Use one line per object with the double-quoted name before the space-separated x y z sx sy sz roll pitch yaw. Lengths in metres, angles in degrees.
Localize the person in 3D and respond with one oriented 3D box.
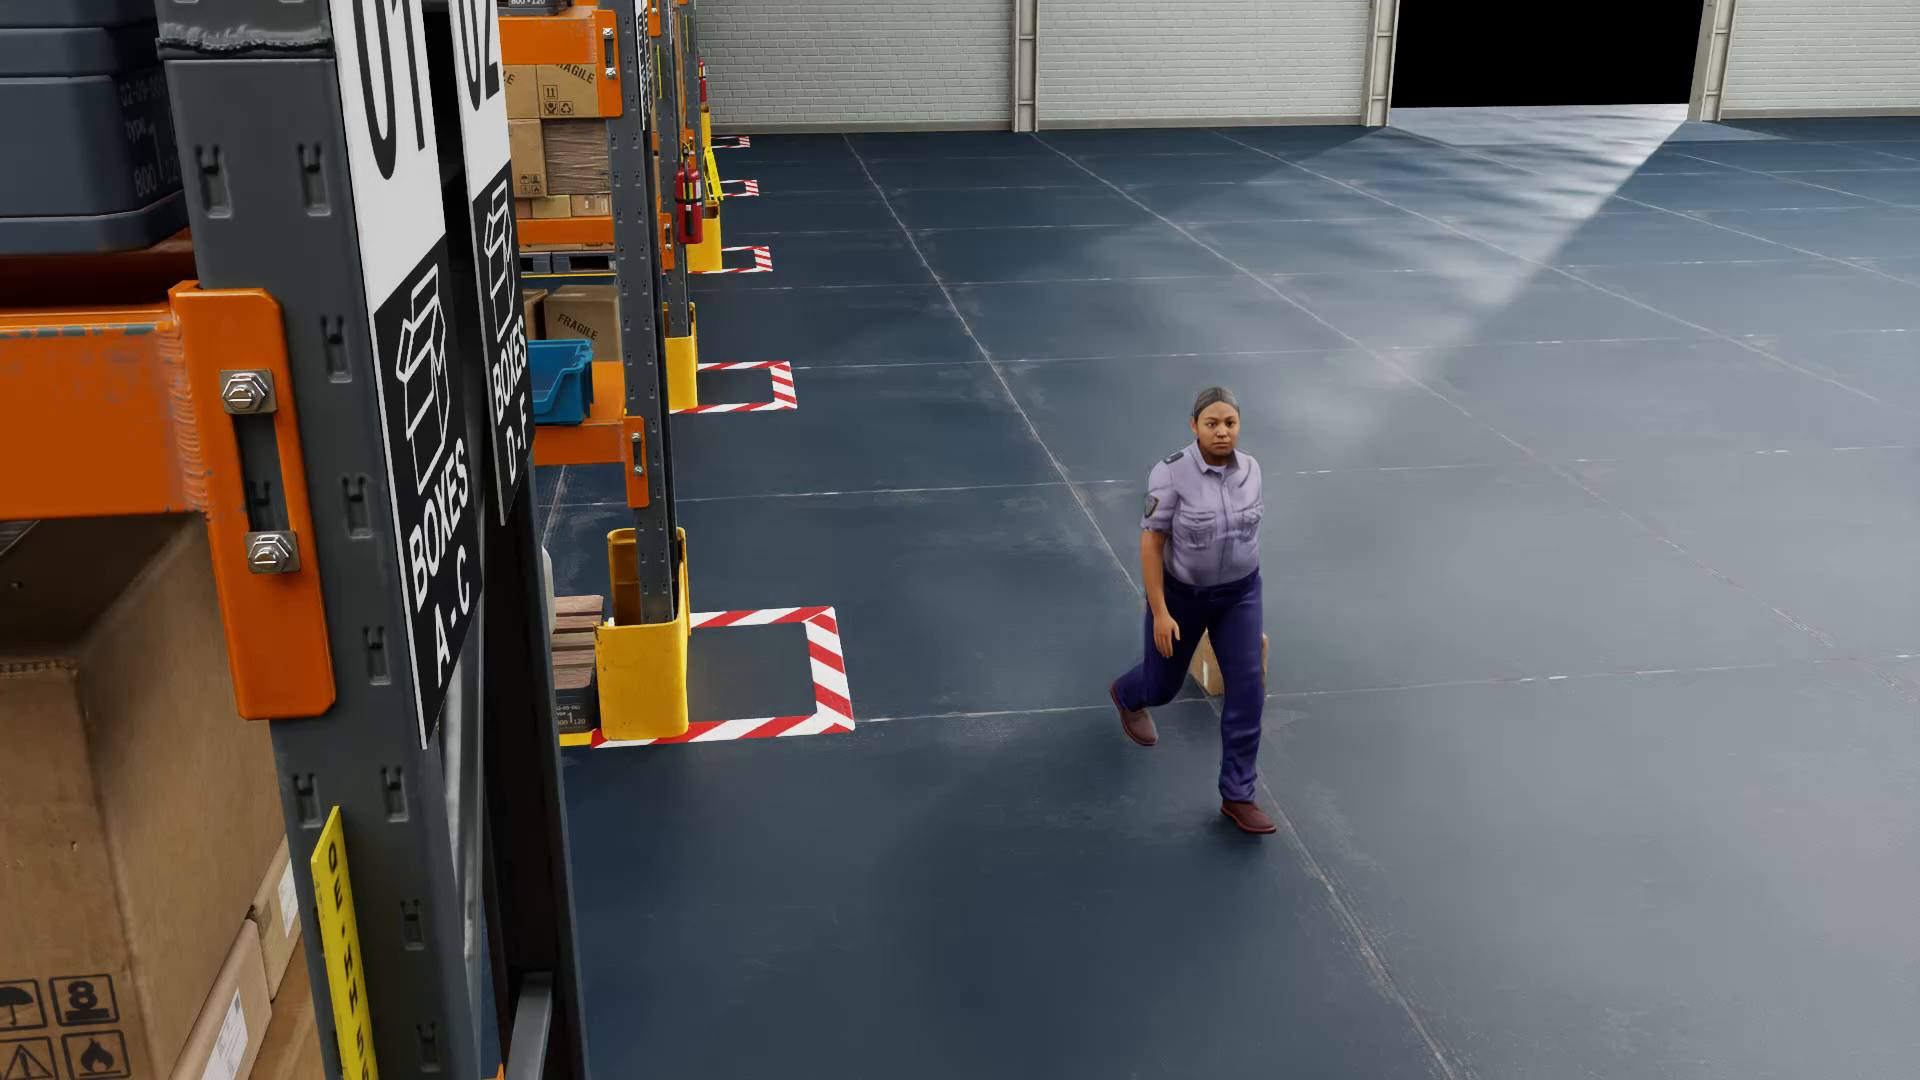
"person" 0.869 0.196 6.116 0.516 1.573 1.015 -5 21 -12
